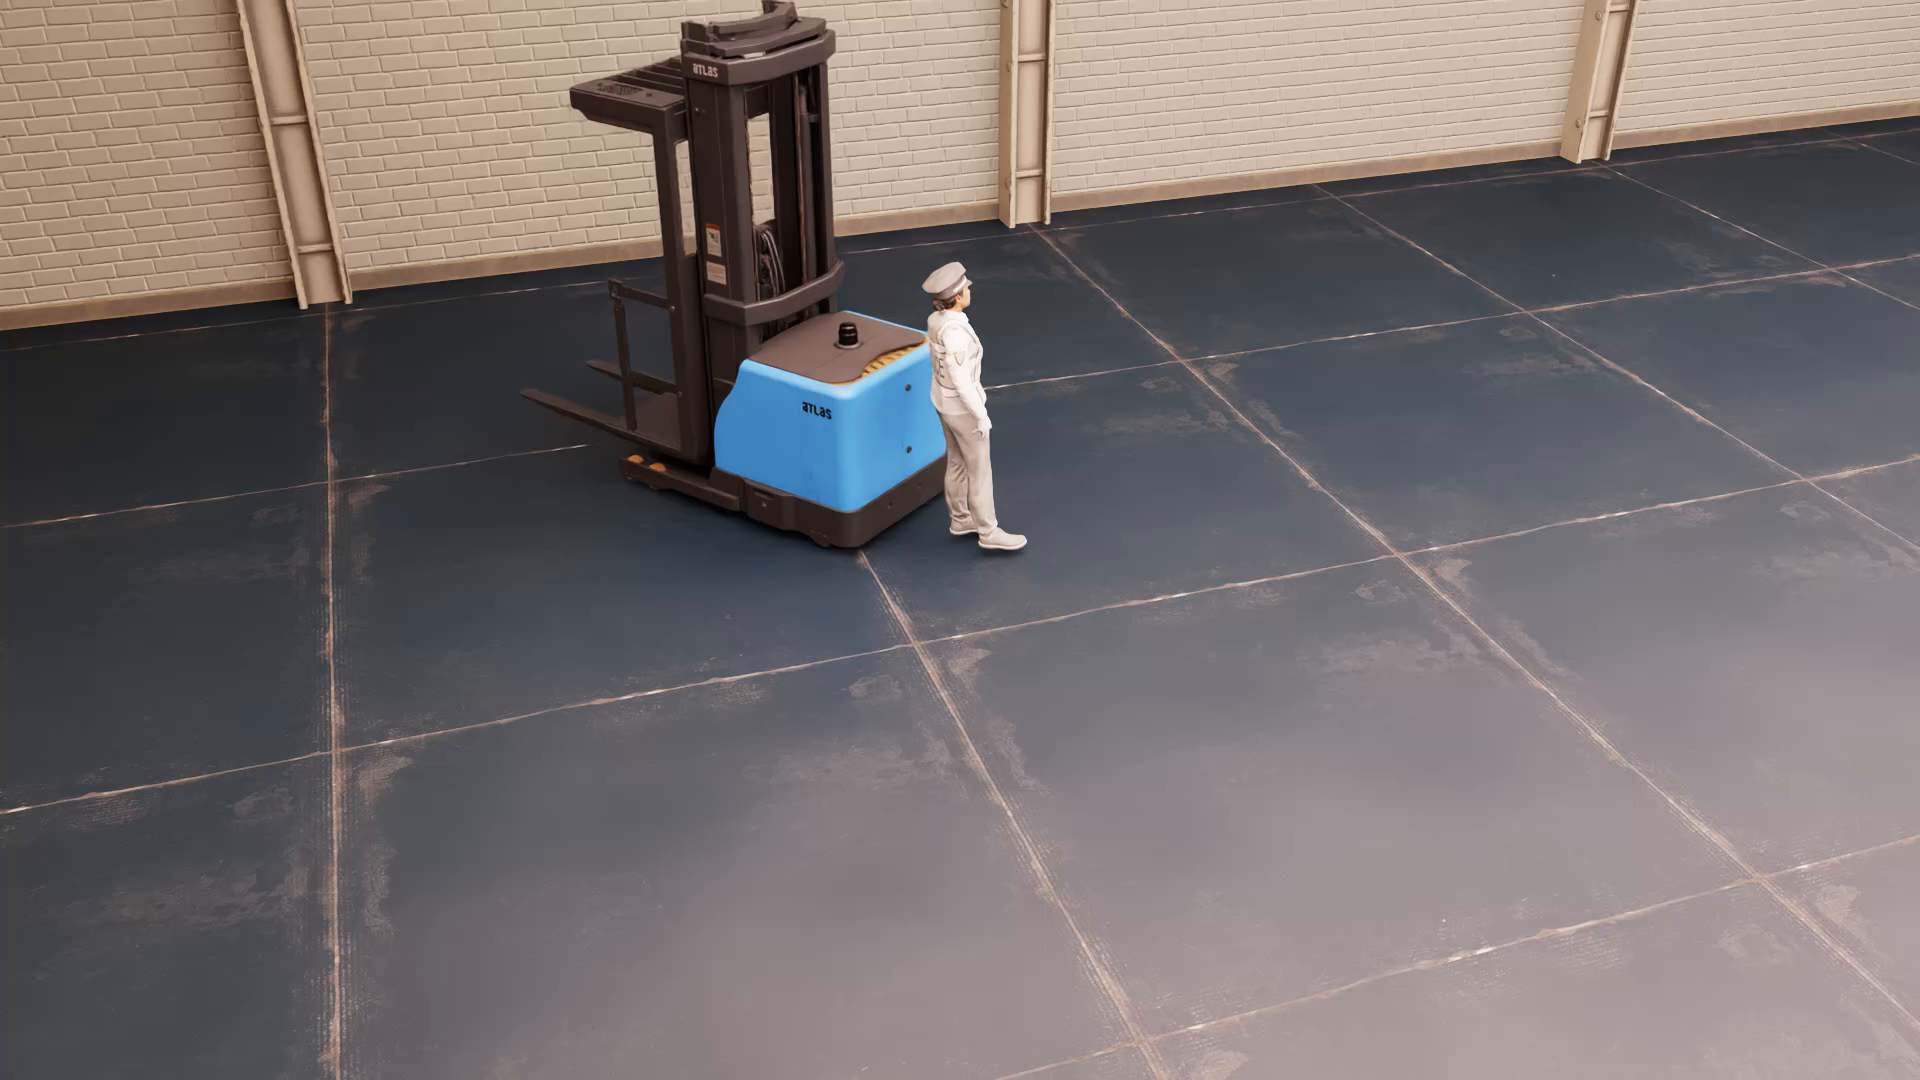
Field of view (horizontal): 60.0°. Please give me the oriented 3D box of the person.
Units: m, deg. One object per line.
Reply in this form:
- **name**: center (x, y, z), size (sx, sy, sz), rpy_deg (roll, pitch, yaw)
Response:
- **person**: center (0.067, -0.783, 9.593), size (0.529, 1.694, 0.586), rpy_deg (-10, 31, -16)

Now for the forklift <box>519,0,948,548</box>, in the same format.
- **forklift**: center (-1.573, -1.787, 10.193), size (3.031, 2.935, 1.130), rpy_deg (19, 35, 30)
